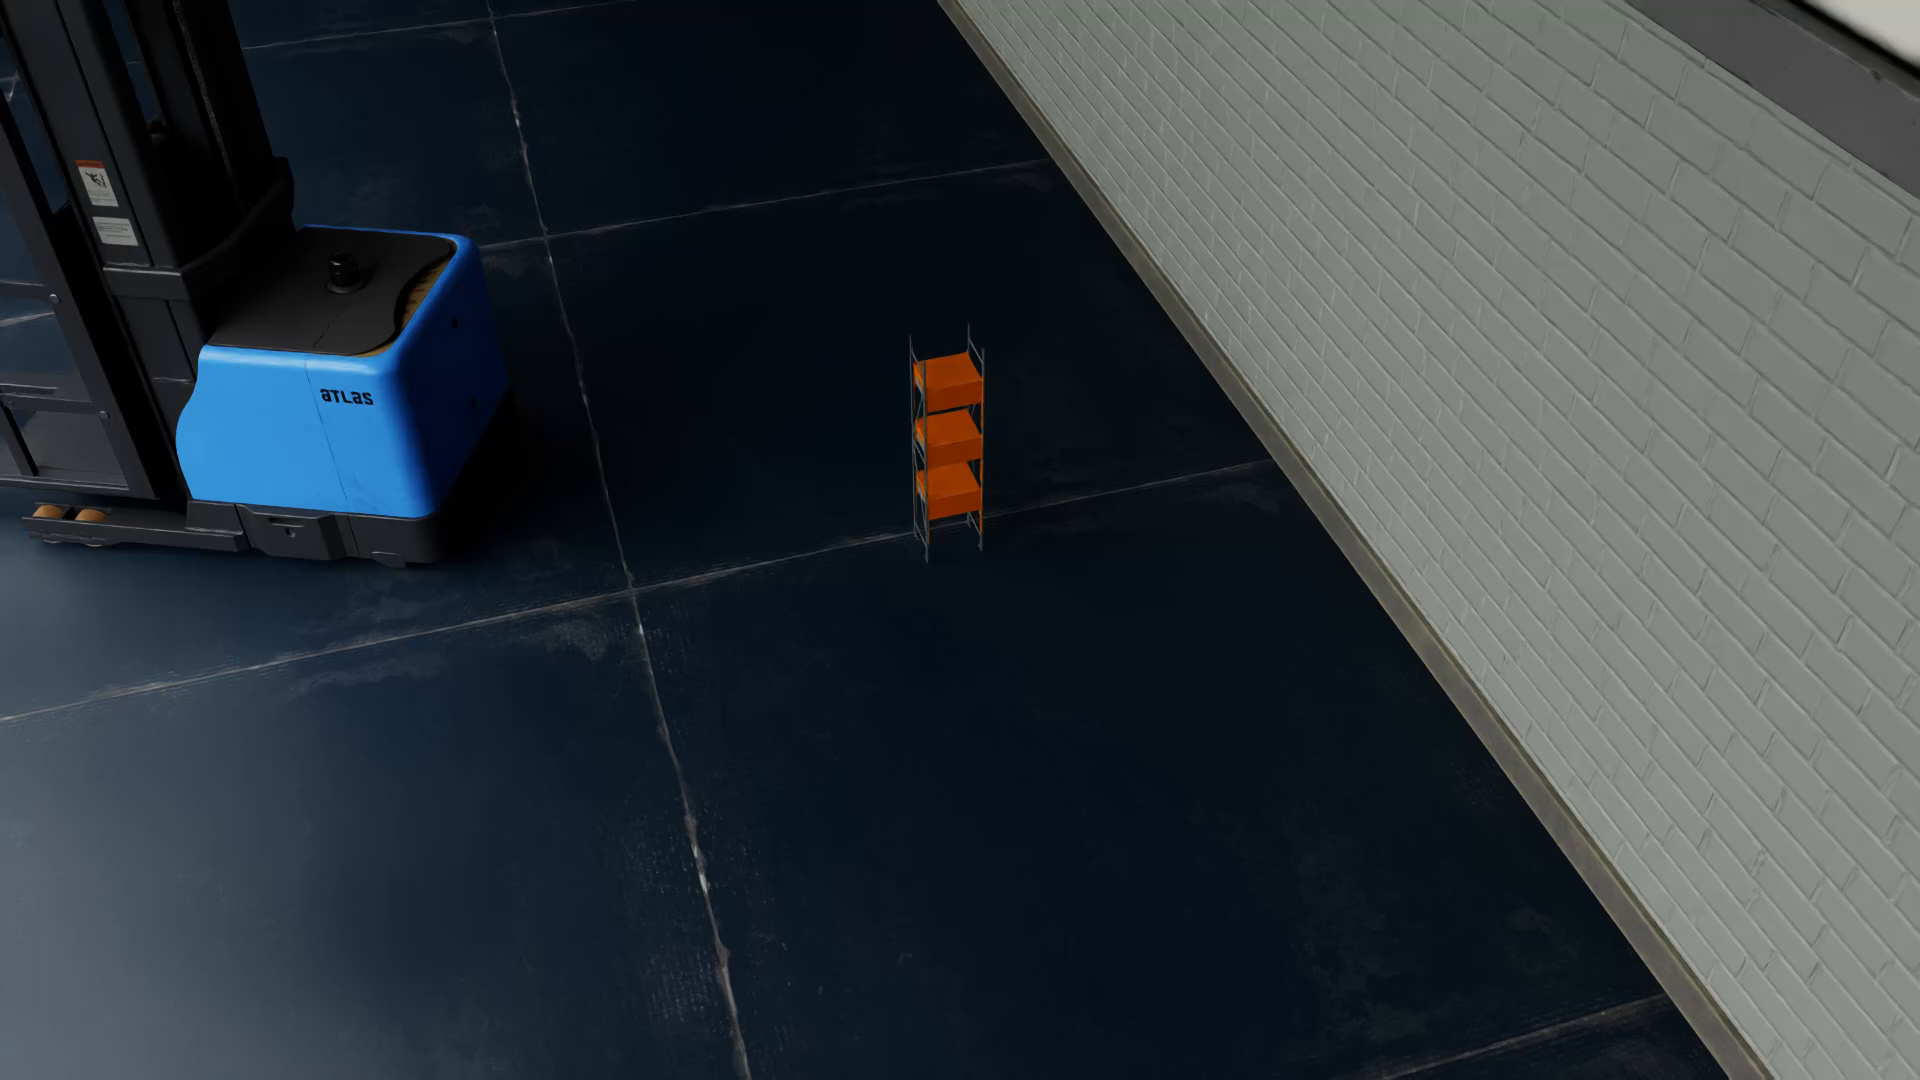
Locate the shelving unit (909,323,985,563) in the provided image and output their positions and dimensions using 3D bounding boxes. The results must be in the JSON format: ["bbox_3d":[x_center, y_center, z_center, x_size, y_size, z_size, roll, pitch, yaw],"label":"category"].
[{"bbox_3d":[-0.051,-0.385,6.892,0.252,1.050,0.215,-12,42,-13],"label":"shelving unit"}]

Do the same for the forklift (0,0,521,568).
[{"bbox_3d":[-3.600,-1.413,6.640,3.031,2.935,1.130,5,41,6],"label":"forklift"}]

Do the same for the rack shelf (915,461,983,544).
[{"bbox_3d":[-0.051,-0.168,7.082,0.240,0.259,0.215,-12,42,-13],"label":"rack shelf"}]

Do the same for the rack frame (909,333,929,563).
[{"bbox_3d":[-0.167,-0.361,6.865,0.008,1.050,0.200,-12,42,-13],"label":"rack frame"}]

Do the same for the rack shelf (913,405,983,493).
[{"bbox_3d":[-0.051,-0.377,6.899,0.240,0.259,0.215,-12,42,-13],"label":"rack shelf"}]

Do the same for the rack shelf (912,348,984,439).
[{"bbox_3d":[-0.051,-0.591,6.713,0.240,0.259,0.215,-12,42,-13],"label":"rack shelf"}]

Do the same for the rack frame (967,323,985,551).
[{"bbox_3d":[0.065,-0.409,6.920,0.008,1.050,0.200,-12,42,-13],"label":"rack frame"}]
